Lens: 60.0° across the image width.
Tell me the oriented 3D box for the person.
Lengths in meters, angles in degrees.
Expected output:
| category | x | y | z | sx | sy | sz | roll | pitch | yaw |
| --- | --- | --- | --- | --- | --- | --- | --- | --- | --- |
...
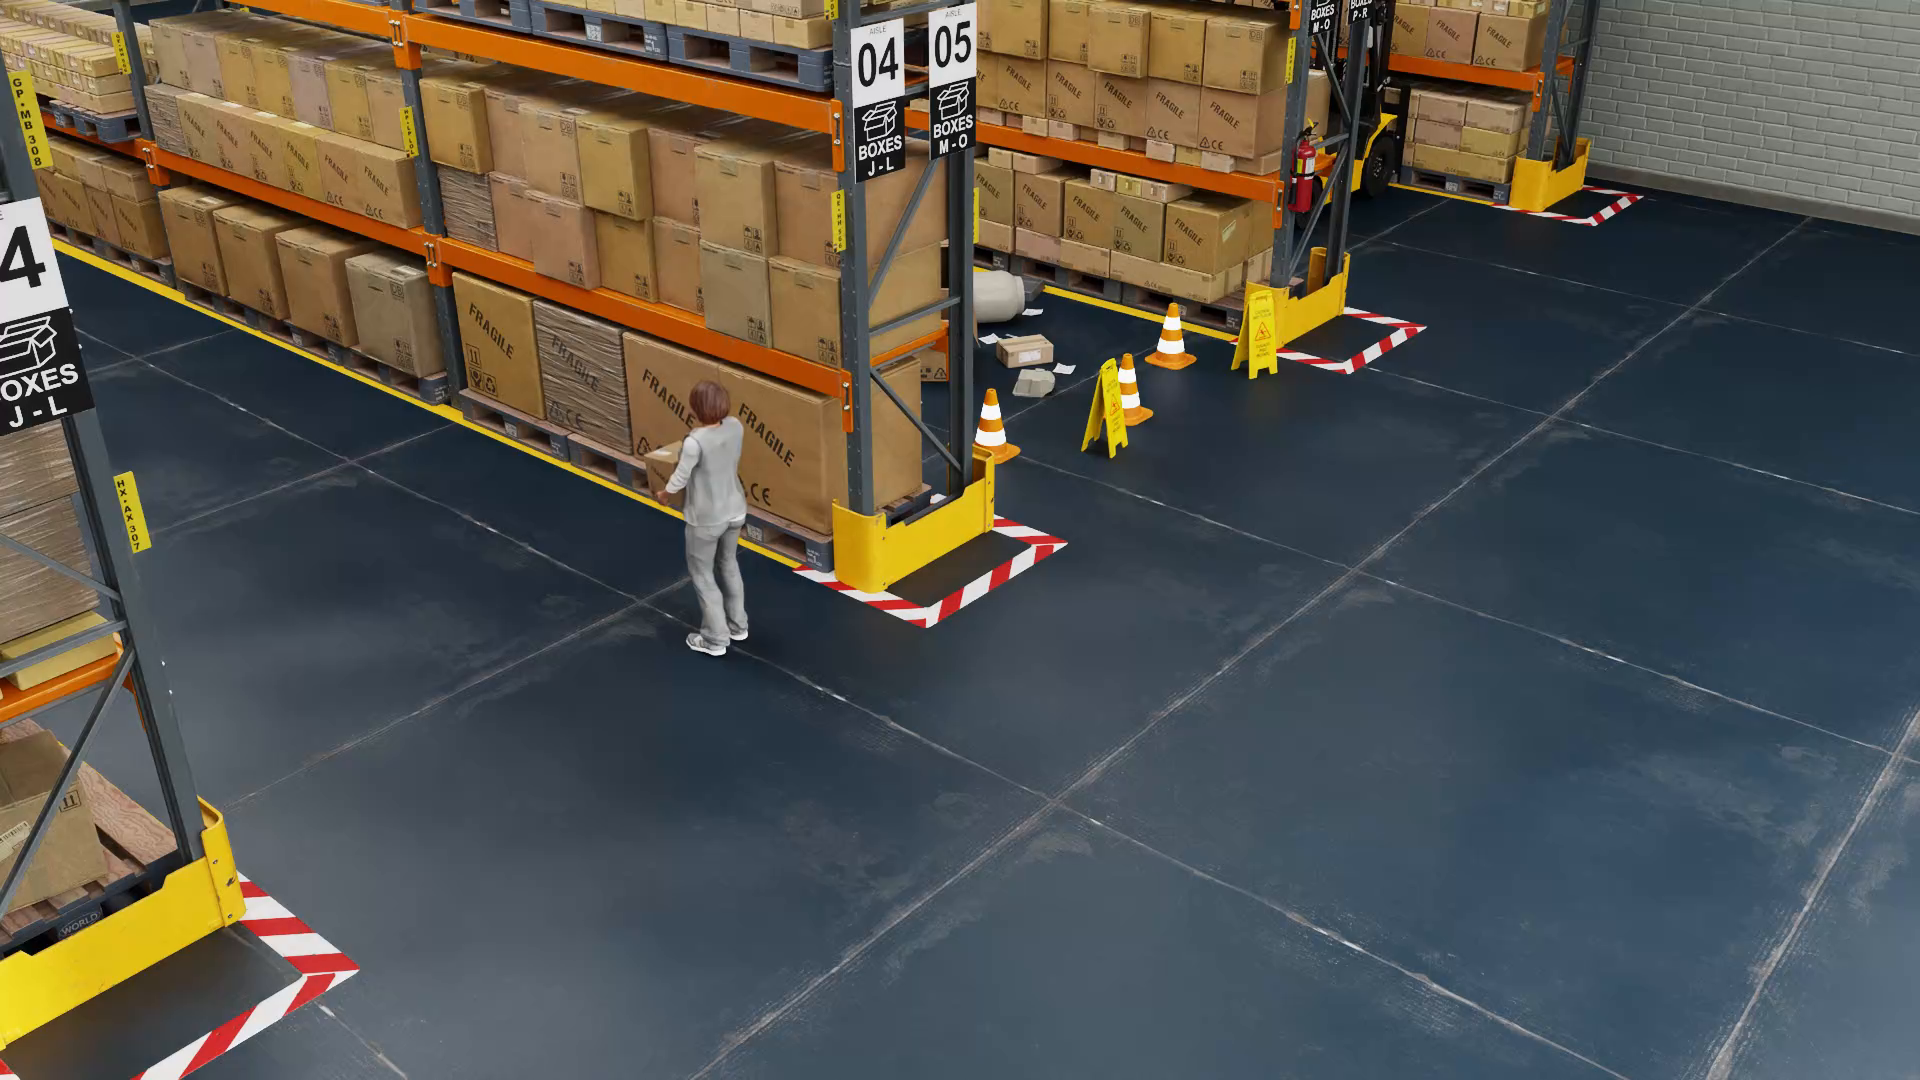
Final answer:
| category | x | y | z | sx | sy | sz | roll | pitch | yaw |
| --- | --- | --- | --- | --- | --- | --- | --- | --- | --- |
| person | -1.372 | -0.150 | 8.923 | 0.490 | 1.591 | 0.404 | 22 | 35 | 35 |
